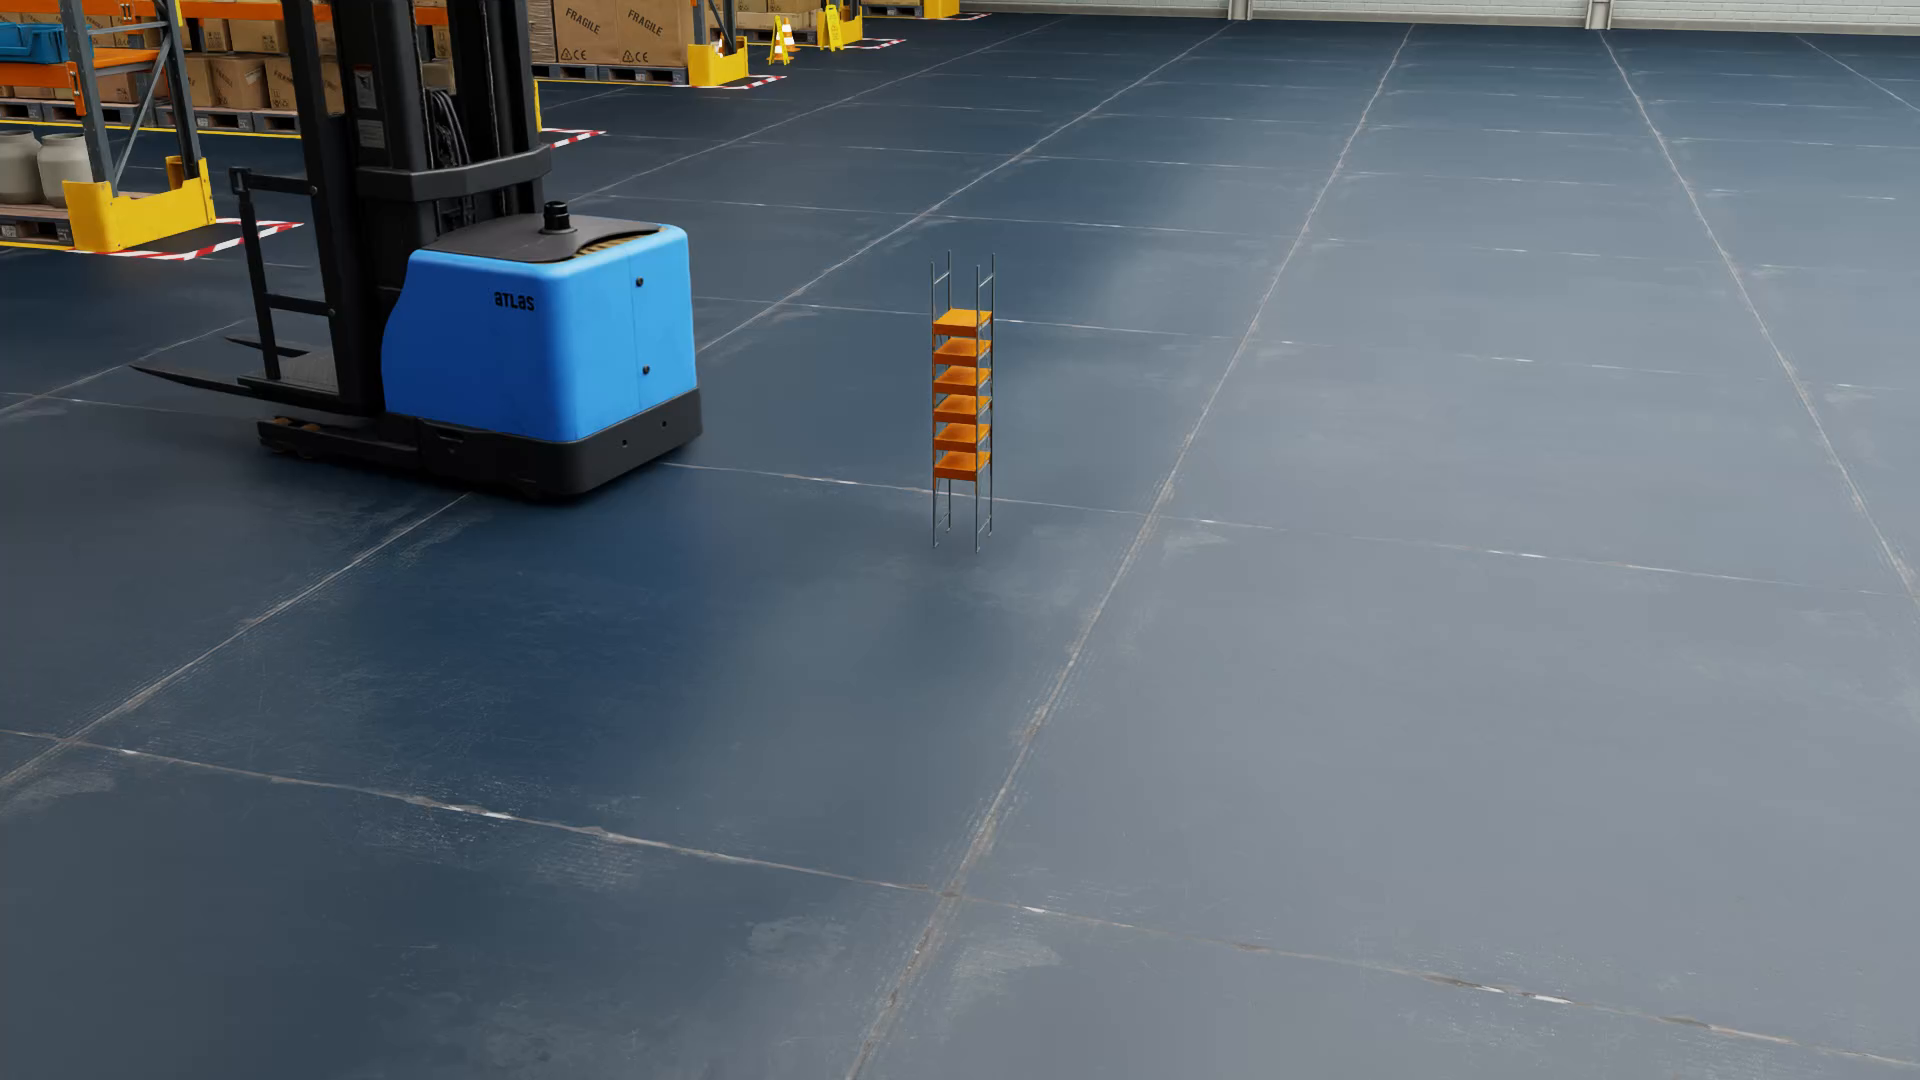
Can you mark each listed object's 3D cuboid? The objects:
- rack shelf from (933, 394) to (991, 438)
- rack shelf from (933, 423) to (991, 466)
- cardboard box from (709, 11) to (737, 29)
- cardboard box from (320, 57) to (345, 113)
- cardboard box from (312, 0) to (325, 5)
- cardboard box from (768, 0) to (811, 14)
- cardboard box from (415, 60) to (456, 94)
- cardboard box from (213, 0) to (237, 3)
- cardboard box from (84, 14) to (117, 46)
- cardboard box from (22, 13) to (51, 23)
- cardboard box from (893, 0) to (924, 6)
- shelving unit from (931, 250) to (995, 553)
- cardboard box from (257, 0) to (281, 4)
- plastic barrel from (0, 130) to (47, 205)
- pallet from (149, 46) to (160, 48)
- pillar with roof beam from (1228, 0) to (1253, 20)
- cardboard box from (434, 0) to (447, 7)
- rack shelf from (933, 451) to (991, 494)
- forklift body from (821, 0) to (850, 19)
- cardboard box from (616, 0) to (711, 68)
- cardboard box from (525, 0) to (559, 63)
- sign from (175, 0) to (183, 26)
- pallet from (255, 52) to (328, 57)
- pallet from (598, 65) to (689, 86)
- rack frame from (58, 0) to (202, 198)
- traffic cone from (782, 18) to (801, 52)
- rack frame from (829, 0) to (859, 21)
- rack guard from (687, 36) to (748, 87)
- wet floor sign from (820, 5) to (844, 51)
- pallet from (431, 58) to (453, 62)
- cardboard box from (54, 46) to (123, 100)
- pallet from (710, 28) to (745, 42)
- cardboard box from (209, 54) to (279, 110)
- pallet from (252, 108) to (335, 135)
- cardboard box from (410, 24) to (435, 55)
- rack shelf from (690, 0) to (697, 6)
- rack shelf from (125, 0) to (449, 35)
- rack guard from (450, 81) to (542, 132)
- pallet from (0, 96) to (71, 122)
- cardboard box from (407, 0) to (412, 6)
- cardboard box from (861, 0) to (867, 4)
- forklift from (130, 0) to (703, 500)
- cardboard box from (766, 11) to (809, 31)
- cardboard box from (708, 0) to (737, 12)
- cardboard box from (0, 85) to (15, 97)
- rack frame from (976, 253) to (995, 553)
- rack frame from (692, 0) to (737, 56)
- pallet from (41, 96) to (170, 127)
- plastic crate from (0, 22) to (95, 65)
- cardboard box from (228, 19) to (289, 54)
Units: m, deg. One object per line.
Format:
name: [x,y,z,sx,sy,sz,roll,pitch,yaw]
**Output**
rack shelf: [0.014,-0.512,6.779,0.180,0.103,0.258,7,23,15]
rack shelf: [0.014,-0.401,6.825,0.180,0.103,0.258,7,23,15]
cardboard box: [-3.633,-8.138,25.951,0.500,0.250,0.500,6,23,14]
cardboard box: [-6.417,-4.750,17.363,0.500,0.500,0.500,9,24,20]
cardboard box: [-6.446,-5.476,16.721,0.250,0.149,0.380,7,23,16]
cardboard box: [-2.627,-8.372,25.533,0.500,0.500,0.500,7,23,16]
cardboard box: [-5.240,-4.622,17.049,0.500,0.500,0.500,11,25,25]
cardboard box: [-7.406,-5.583,16.983,0.250,0.149,0.380,7,23,16]
cardboard box: [-11.978,-7.251,23.458,0.500,0.500,0.500,8,23,18]
cardboard box: [-12.963,-7.367,23.740,0.500,0.500,0.500,7,23,16]
cardboard box: [-0.896,-9.773,29.936,0.500,0.250,0.500,7,23,16]
shelving unit: [0.014,-0.554,6.762,0.189,1.200,0.258,7,23,15]
cardboard box: [-6.918,-5.539,16.876,0.250,0.149,0.380,7,23,16]
plastic barrel: [-7.210,-2.853,12.720,0.421,0.512,0.421,0,22,0]
pallet: [-11.525,-6.974,23.716,1.213,0.211,1.003,7,23,16]
pillar with roof beam: [3.740,-11.871,24.077,0.400,9.000,9.100,7,23,16]
cardboard box: [-4.980,-5.350,16.414,0.250,0.149,0.380,7,23,16]
rack shelf: [0.014,-0.290,6.870,0.180,0.103,0.258,7,23,15]
forklift body: [-2.697,-10.066,28.700,1.214,2.155,2.313,7,23,16]
cardboard box: [-3.786,-6.562,21.285,0.875,0.875,0.875,7,23,16]
cardboard box: [-5.501,-6.758,21.764,0.875,0.875,0.875,7,23,16]
sign: [-5.915,-4.037,12.519,0.005,0.325,0.100,7,23,16]
pallet: [-8.880,-6.639,22.901,1.213,0.211,1.003,7,23,16]
pallet: [-3.906,-6.070,21.513,1.213,0.211,1.003,7,23,15]
rack frame: [-6.078,-3.710,12.086,0.127,3.000,1.000,7,23,16]
traffic cone: [-2.569,-7.515,24.704,0.334,0.463,0.336,7,23,16]
rack frame: [-1.785,-9.110,25.250,0.127,3.000,1.000,7,23,16]
rack guard: [-3.095,-6.141,21.307,0.348,0.500,1.175,7,23,16]
wet floor sign: [-1.912,-7.611,24.699,0.232,0.644,0.267,16,27,34]
pallet: [-6.242,-6.337,22.165,1.213,0.211,1.003,7,23,15]
cardboard box: [-9.510,-5.129,18.260,0.500,0.500,0.700,6,23,15]
pallet: [-3.789,-8.065,26.376,1.213,0.211,1.003,7,23,16]
cardboard box: [-7.555,-4.867,17.648,0.500,0.500,0.500,15,27,32]
pallet: [-6.652,-4.464,17.598,1.213,0.211,1.003,7,23,16]
cardboard box: [-7.568,-6.928,22.341,0.750,0.750,1.050,6,23,15]
rack shelf: [-5.033,-7.187,21.510,4.000,0.370,1.077,7,23,16]
rack shelf: [-6.562,-5.396,17.144,4.000,0.370,1.077,7,23,16]
rack guard: [-4.720,-4.361,16.967,0.348,0.500,1.175,7,23,16]
pallet: [-10.394,-4.876,18.602,1.213,0.211,1.003,7,23,16]
cardboard box: [-5.473,-5.386,16.502,0.250,0.149,0.380,7,23,16]
cardboard box: [-1.845,-9.889,30.219,0.500,0.250,0.500,7,23,16]
forklift: [-2.800,-1.908,7.783,3.031,2.935,1.130,11,25,25]
cardboard box: [-2.659,-8.026,25.677,0.500,0.250,0.500,6,23,15]
cardboard box: [-3.609,-8.486,25.811,0.500,0.500,0.500,6,23,14]
cardboard box: [-10.580,-5.252,18.558,0.500,0.500,0.700,9,24,20]
rack frame: [0.101,-0.544,6.738,0.006,1.200,0.240,7,23,15]
rack frame: [-3.118,-7.301,20.839,0.127,3.000,1.000,7,23,16]
pallet: [-9.223,-4.743,18.278,1.213,0.211,1.003,7,23,16]
plastic crate: [-6.644,-3.587,11.983,0.616,0.251,0.499,7,23,16]
cardboard box: [-9.382,-7.137,22.851,0.750,0.750,1.050,7,23,16]
